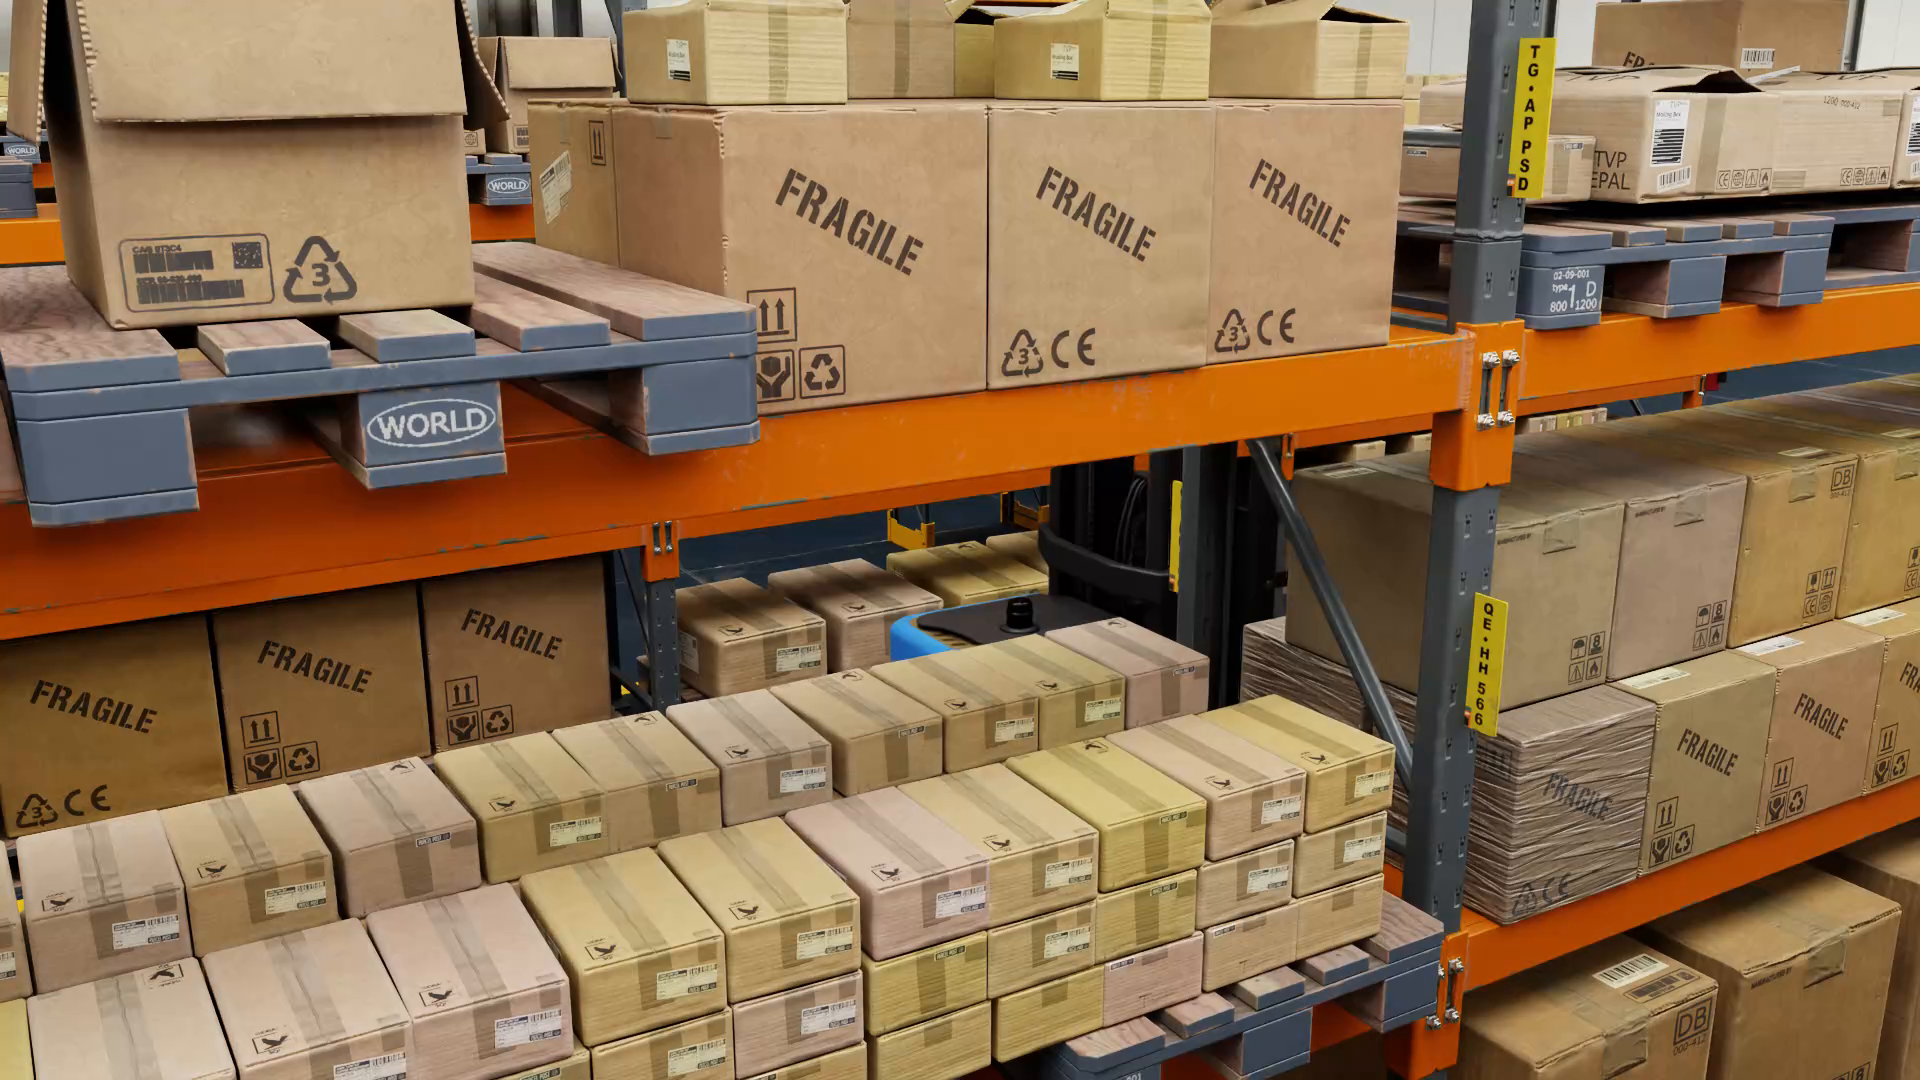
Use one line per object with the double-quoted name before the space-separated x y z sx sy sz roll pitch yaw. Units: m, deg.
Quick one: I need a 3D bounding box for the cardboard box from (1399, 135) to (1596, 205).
"cardboard box" 1.288 -0.900 4.009 0.250 0.149 0.380 -10 19 -32

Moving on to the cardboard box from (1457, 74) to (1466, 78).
"cardboard box" 3.015 -2.834 10.393 0.250 0.149 0.380 -10 18 -32

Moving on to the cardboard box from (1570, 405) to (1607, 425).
"cardboard box" 4.309 -0.874 11.695 0.250 0.149 0.380 -9 18 -28

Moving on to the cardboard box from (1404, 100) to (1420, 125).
"cardboard box" 2.668 -2.591 10.266 0.500 0.250 0.500 -9 18 -30

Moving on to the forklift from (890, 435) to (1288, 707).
"forklift" 1.216 -0.127 7.433 3.031 2.935 1.130 -9 18 -29

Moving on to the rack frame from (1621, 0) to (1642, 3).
"rack frame" 5.141 -4.449 11.609 0.127 3.000 1.000 -9 18 -30

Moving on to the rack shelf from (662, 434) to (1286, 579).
"rack shelf" -0.002 -0.380 9.541 4.000 0.370 1.077 -9 18 -30

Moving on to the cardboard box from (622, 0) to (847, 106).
"cardboard box" -0.385 -0.878 2.825 0.258 0.266 0.396 -9 18 -30

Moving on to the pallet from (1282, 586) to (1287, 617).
"pallet" 2.270 0.237 11.174 1.213 0.211 1.003 -9 18 -30

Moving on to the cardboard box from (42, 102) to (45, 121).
"cardboard box" -5.939 -2.783 10.726 0.250 0.149 0.380 -9 18 -28

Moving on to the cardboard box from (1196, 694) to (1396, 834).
"cardboard box" 0.736 0.489 3.692 0.250 0.149 0.380 -10 19 -32

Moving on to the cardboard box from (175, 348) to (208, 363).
"cardboard box" -3.327 -0.636 7.084 0.500 0.500 0.500 -10 18 -31

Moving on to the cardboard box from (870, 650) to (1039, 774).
"cardboard box" -0.018 0.406 3.991 0.250 0.149 0.380 -9 18 -30

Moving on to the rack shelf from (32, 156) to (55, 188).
"rack shelf" -5.990 -2.416 11.247 4.000 0.370 1.077 -9 18 -30

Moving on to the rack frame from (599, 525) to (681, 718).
"rack frame" -1.716 -0.448 8.452 0.127 3.000 1.000 -9 18 -30

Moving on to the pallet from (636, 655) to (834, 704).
"pallet" -1.045 0.786 9.215 1.213 0.211 1.003 -9 18 -30

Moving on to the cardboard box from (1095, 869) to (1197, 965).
"cardboard box" 0.279 0.707 3.466 0.250 0.149 0.380 -9 18 -28

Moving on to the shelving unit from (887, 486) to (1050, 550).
"shelving unit" 0.065 -0.733 12.245 1.083 1.500 0.587 -9 18 -30

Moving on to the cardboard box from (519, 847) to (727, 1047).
"cardboard box" -0.597 0.705 2.924 0.250 0.149 0.380 -9 18 -28

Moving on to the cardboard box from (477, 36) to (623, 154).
"cardboard box" -1.962 -2.057 7.665 0.637 0.503 0.797 -11 19 -33

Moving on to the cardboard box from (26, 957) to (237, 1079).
"cardboard box" -1.262 0.814 2.536 0.250 0.149 0.380 -9 18 -30

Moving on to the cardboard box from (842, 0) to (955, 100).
"cardboard box" -0.209 -1.069 3.507 0.258 0.266 0.396 -9 18 -30

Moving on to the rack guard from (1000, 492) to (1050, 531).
"rack guard" 0.492 -0.200 12.661 0.087 0.250 0.587 -9 18 -30

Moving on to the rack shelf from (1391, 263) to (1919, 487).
"rack shelf" 2.634 -0.693 5.100 4.000 0.370 1.077 -9 18 -30

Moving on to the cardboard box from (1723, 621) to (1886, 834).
"cardboard box" 2.311 0.493 4.907 0.500 0.500 0.500 -9 18 -30

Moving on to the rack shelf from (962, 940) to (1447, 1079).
"rack shelf" -0.795 1.307 3.522 4.000 0.370 1.077 -9 18 -30

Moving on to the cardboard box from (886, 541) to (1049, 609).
"cardboard box" 0.055 0.330 9.766 0.625 0.372 0.950 -9 18 -28

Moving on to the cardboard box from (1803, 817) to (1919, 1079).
"cardboard box" 3.034 1.248 5.790 0.750 0.750 1.050 -9 18 -30

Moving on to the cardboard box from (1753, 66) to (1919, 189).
"cardboard box" 2.523 -1.160 4.634 0.500 0.311 0.500 -10 18 -31

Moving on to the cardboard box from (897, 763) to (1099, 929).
"cardboard box" 0.068 0.598 3.304 0.250 0.149 0.380 -9 18 -28

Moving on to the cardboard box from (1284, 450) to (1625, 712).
"cardboard box" 1.310 0.093 4.482 0.500 0.500 0.700 -9 18 -30

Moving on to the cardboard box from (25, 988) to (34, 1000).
"cardboard box" -1.618 0.951 3.146 0.250 0.149 0.380 -10 19 -33

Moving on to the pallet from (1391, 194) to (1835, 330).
"pallet" 1.444 -0.772 4.400 1.003 0.211 1.213 -8 18 -27

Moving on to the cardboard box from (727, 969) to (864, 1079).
"cardboard box" -0.374 0.812 3.091 0.250 0.149 0.380 -9 18 -28

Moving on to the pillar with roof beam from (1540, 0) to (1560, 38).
"pillar with roof beam" 8.881 -5.547 15.525 0.400 9.000 9.100 -9 18 -30

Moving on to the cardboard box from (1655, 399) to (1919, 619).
"cardboard box" 2.619 -0.120 5.244 0.500 0.500 0.700 -9 18 -30

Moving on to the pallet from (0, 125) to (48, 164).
"pallet" -6.222 -2.613 10.966 1.003 0.211 1.213 -9 18 -30

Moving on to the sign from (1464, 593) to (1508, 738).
"sign" 1.207 0.288 3.828 0.005 0.325 0.100 -9 18 -30

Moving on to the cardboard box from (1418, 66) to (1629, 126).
"cardboard box" 1.661 -1.184 4.719 0.500 0.311 0.500 -9 18 -30

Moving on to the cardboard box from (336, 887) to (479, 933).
"cardboard box" -1.141 0.729 3.387 0.250 0.149 0.380 -9 18 -29

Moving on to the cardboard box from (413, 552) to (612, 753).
"cardboard box" -2.351 0.449 8.408 0.875 0.875 0.875 -9 18 -30

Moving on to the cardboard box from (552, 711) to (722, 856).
"cardboard box" -0.702 0.518 3.591 0.250 0.149 0.380 -9 18 -28

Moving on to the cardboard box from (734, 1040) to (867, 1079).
"cardboard box" -0.368 0.954 3.138 0.250 0.149 0.380 -9 18 -28

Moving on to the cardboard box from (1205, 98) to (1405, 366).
"cardboard box" 0.561 -0.671 3.505 0.500 0.500 0.500 -9 18 -30

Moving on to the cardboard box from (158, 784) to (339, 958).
"cardboard box" -1.376 0.627 3.200 0.250 0.149 0.380 -10 18 -32

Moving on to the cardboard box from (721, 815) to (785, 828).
"cardboard box" -0.487 0.625 3.760 0.250 0.149 0.380 -9 18 -30

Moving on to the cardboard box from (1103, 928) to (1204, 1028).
"cardboard box" 0.300 0.847 3.520 0.250 0.149 0.380 -9 18 -29

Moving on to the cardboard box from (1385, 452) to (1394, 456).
"cardboard box" 2.810 -0.340 10.994 0.500 0.500 0.500 -8 18 -27

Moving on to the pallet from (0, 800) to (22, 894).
"pallet" -4.522 1.326 7.290 1.213 0.211 1.003 -9 18 -30
